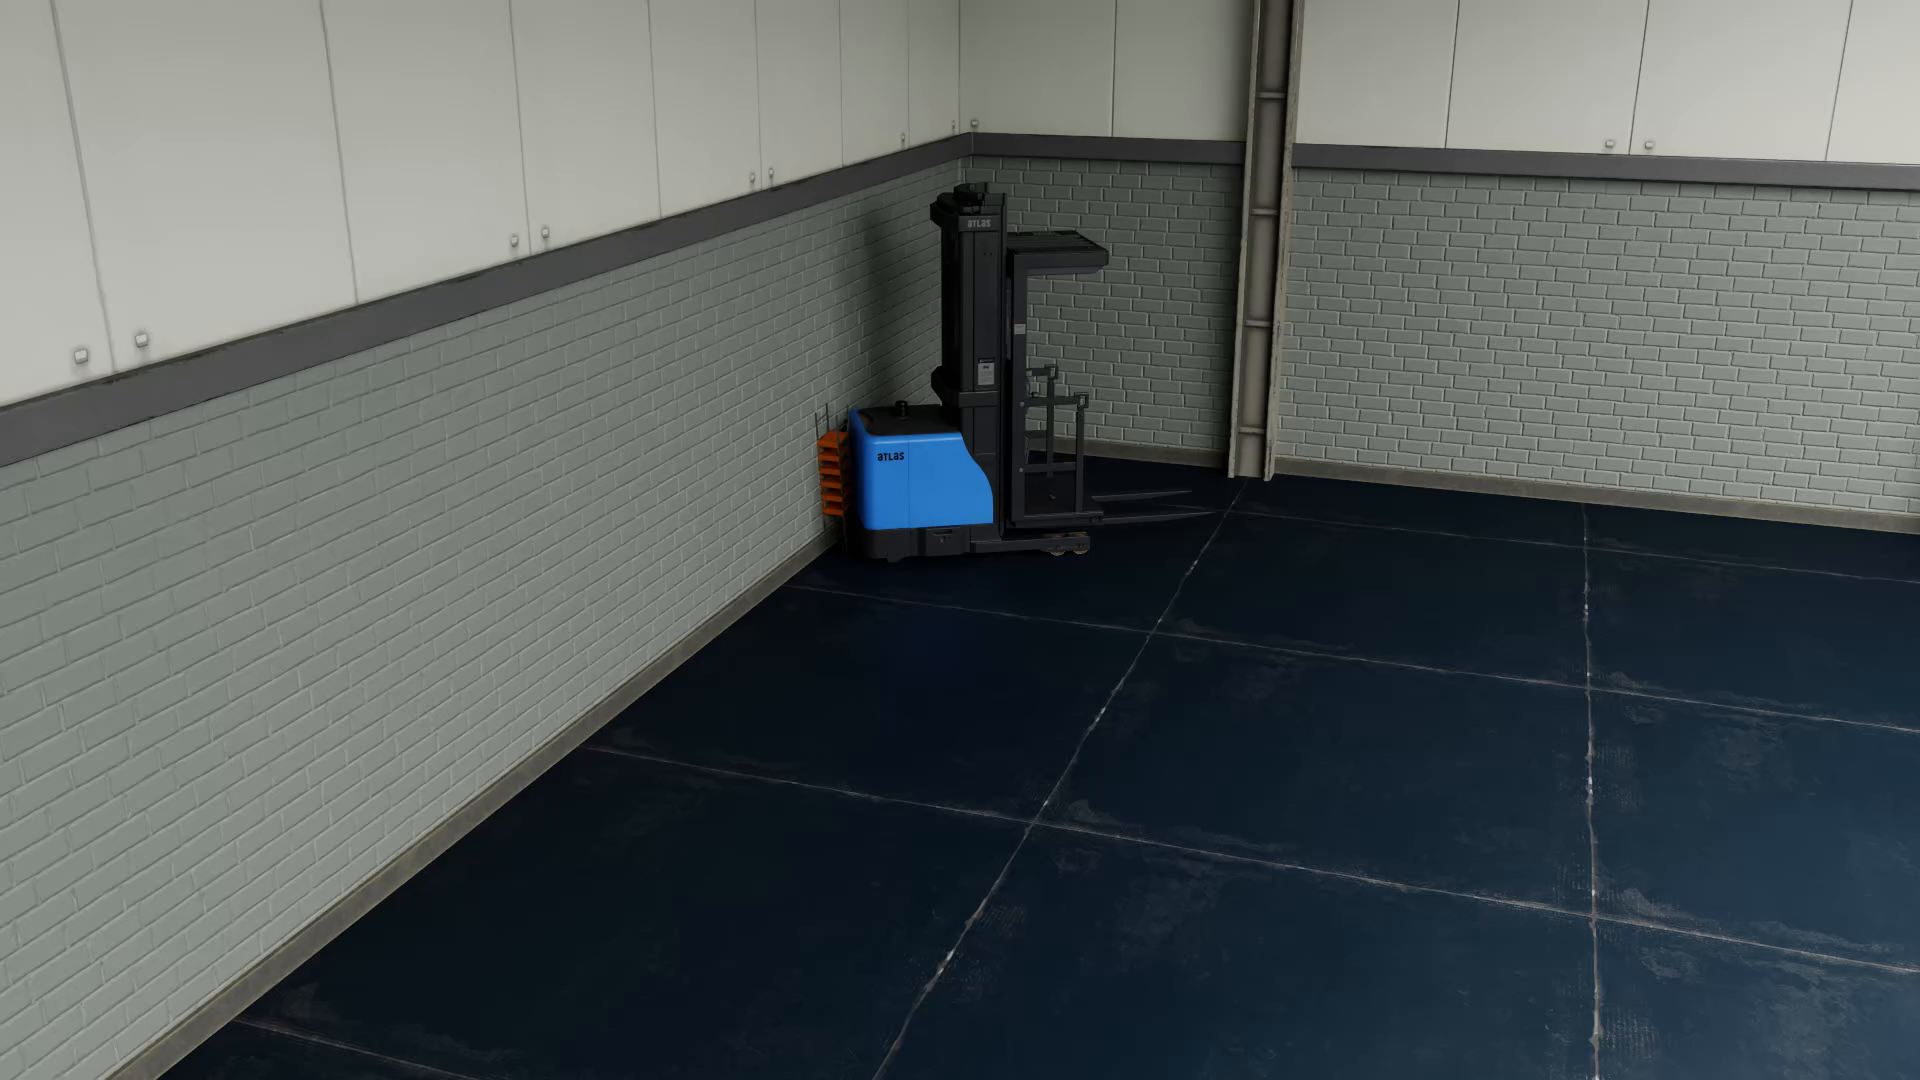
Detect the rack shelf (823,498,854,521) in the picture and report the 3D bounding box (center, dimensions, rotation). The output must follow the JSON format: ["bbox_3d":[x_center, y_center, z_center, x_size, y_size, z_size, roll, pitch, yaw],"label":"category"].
[{"bbox_3d":[-1.005,-0.261,13.833,0.180,0.103,0.258,7,27,19],"label":"rack shelf"}]

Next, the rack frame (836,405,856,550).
[{"bbox_3d":[-0.930,-0.507,13.681,0.006,1.200,0.240,7,27,19],"label":"rack frame"}]

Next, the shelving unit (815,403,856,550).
[{"bbox_3d":[-1.016,-0.517,13.711,0.189,1.200,0.258,7,27,19],"label":"shelving unit"}]

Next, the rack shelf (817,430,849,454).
[{"bbox_3d":[-1.028,-0.802,13.575,0.180,0.103,0.258,7,27,19],"label":"rack shelf"}]

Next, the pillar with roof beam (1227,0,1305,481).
[{"bbox_3d":[1.363,-3.534,10.545,0.400,9.000,9.100,7,20,18],"label":"pillar with roof beam"}]

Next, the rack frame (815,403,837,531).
[{"bbox_3d":[-1.102,-0.528,13.740,0.006,1.200,0.240,7,27,19],"label":"rack frame"}]

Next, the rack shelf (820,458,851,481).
[{"bbox_3d":[-1.019,-0.586,13.678,0.180,0.103,0.258,7,27,19],"label":"rack shelf"}]

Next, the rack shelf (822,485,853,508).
[{"bbox_3d":[-1.010,-0.369,13.781,0.180,0.103,0.258,7,27,19],"label":"rack shelf"}]

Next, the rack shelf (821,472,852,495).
[{"bbox_3d":[-1.014,-0.477,13.730,0.180,0.103,0.258,7,27,19],"label":"rack shelf"}]

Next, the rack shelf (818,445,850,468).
[{"bbox_3d":[-1.024,-0.694,13.627,0.180,0.103,0.258,7,27,19],"label":"rack shelf"}]

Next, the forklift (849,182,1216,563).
[{"bbox_3d":[0.617,-1.423,13.707,3.031,2.935,1.130,-4,20,-10],"label":"forklift"}]
